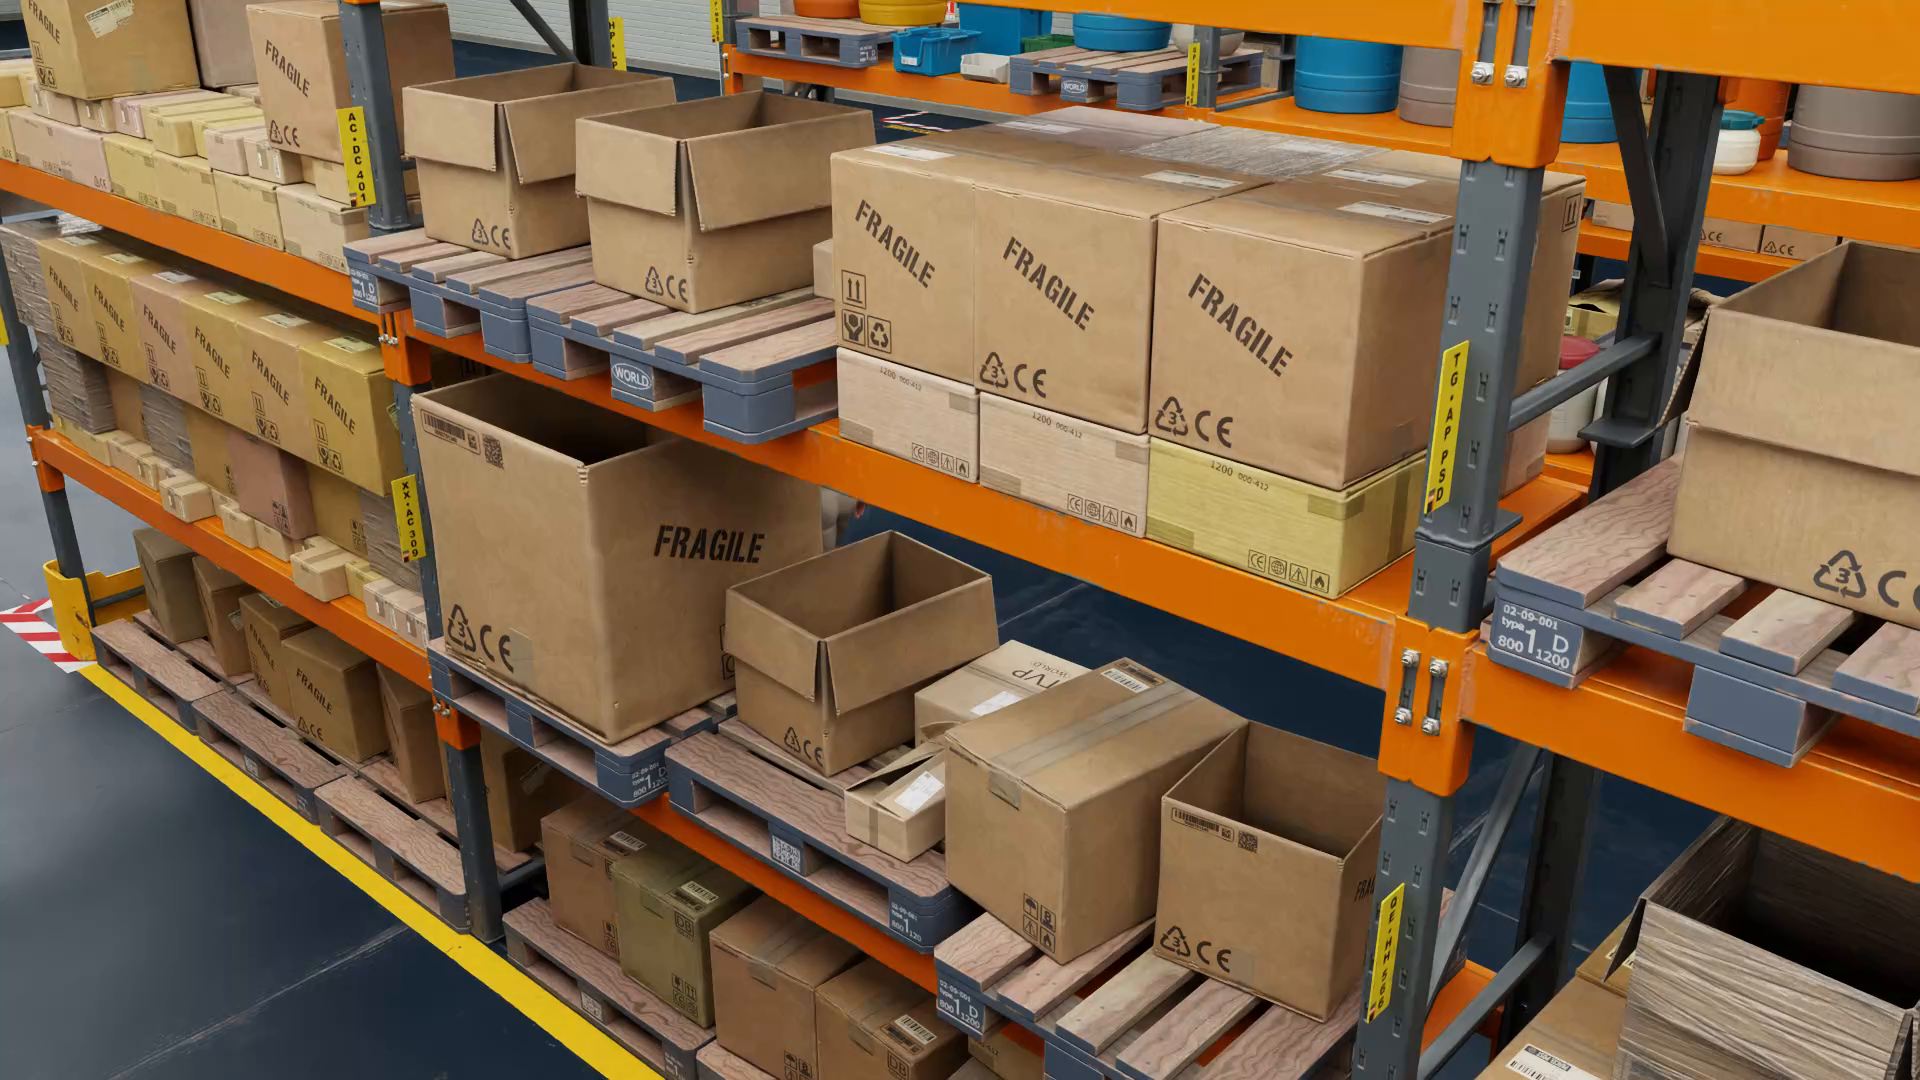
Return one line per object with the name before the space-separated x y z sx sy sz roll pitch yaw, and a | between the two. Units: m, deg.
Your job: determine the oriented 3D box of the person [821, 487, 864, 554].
person | -0.846 -0.239 9.165 0.727 1.718 0.552 17 29 33
